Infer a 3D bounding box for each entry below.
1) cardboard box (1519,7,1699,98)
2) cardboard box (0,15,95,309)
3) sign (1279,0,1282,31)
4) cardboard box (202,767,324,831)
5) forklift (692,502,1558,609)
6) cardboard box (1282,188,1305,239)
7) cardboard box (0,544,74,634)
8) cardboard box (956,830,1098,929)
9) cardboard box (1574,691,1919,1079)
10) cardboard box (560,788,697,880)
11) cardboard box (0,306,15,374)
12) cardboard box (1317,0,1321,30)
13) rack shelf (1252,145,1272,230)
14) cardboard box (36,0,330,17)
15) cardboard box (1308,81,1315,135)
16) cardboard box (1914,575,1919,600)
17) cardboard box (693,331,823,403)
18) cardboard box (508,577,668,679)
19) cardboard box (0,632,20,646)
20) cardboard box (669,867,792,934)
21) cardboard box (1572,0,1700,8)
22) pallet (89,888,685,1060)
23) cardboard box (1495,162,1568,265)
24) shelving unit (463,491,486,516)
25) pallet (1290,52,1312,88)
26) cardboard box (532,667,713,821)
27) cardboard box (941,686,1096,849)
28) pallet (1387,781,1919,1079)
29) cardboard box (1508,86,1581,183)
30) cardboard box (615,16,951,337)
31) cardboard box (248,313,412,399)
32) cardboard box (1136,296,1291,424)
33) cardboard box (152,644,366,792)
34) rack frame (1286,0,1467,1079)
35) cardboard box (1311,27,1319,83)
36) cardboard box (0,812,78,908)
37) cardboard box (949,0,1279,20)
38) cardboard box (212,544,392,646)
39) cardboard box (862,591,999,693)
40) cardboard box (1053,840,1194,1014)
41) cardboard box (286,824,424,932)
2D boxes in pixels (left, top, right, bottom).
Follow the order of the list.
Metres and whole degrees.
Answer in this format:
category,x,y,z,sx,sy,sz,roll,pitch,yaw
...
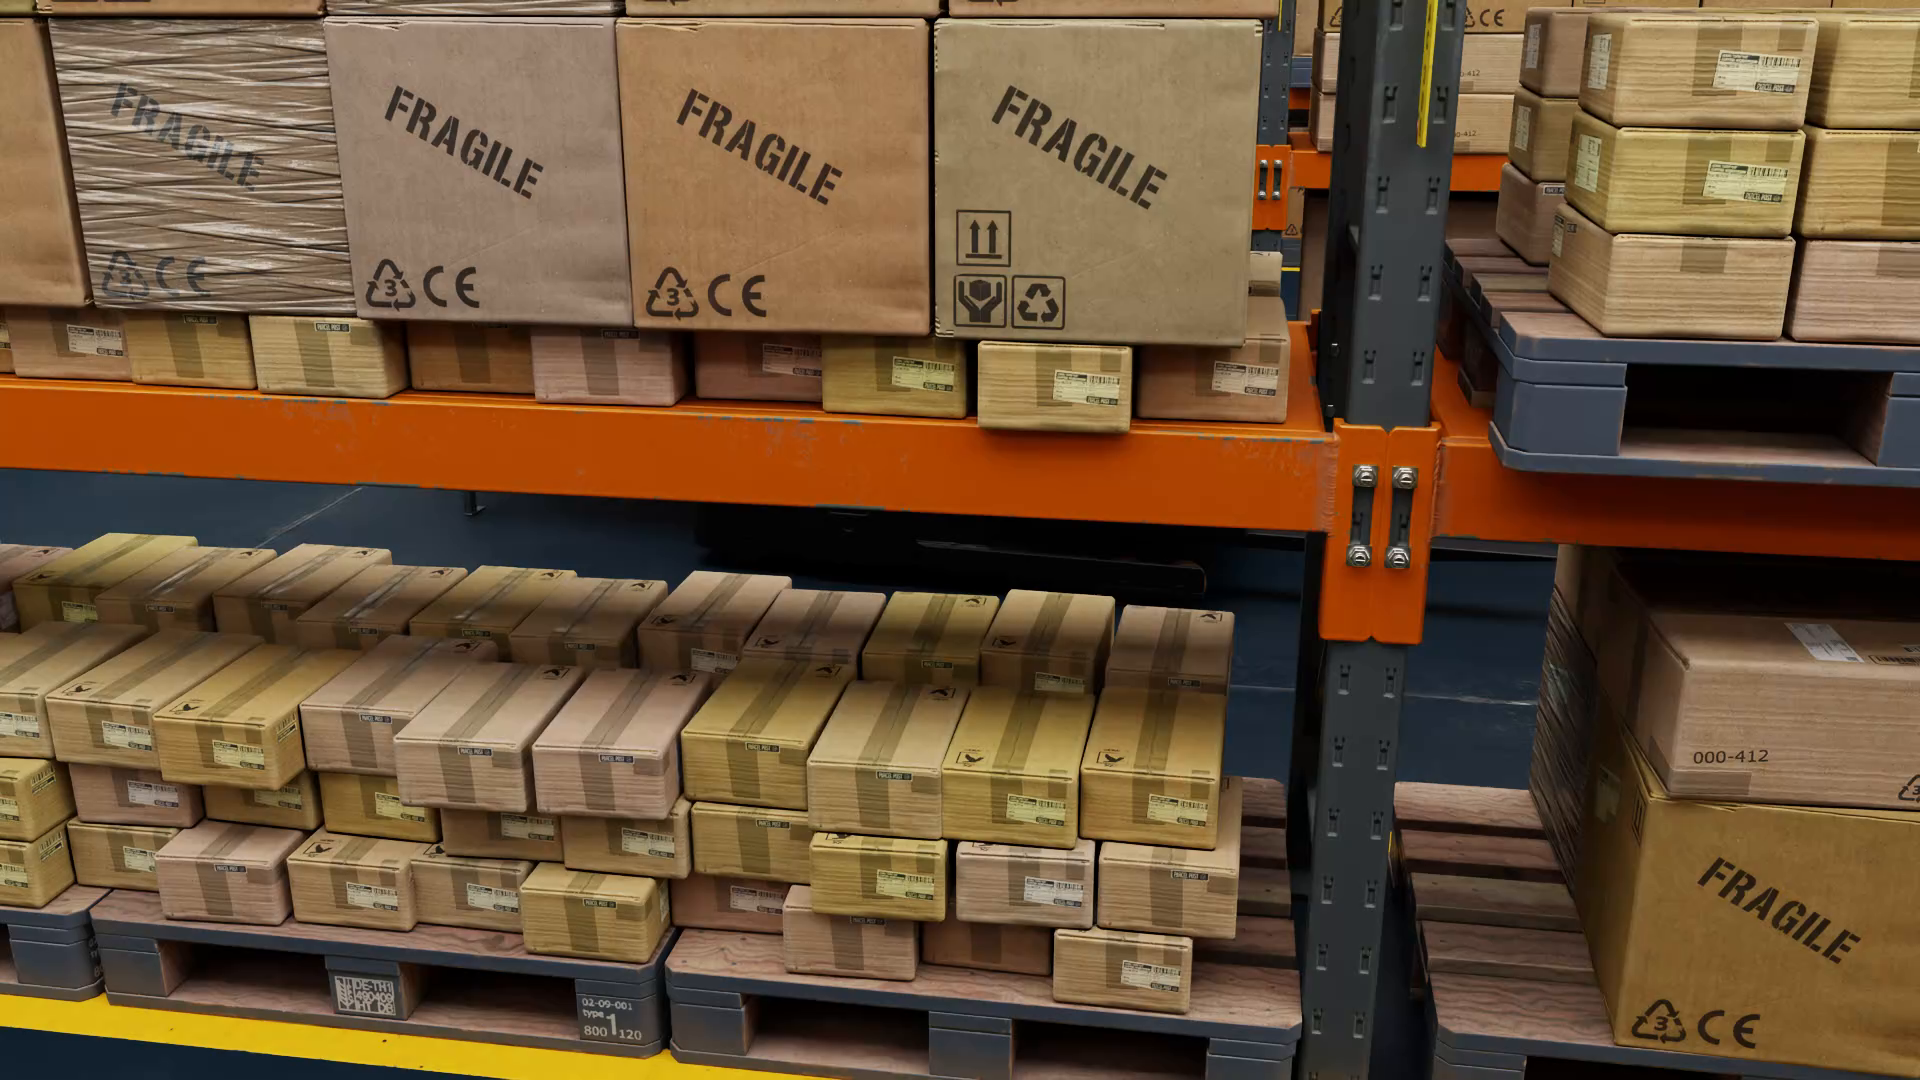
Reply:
category,x,y,z,sx,sy,sz,roll,pitch,yaw
cardboard box,1.195,-0.909,3.088,0.250,0.149,0.380,4,19,11
cardboard box,-1.768,-0.739,3.157,0.500,0.500,0.500,3,19,9
sign,1.367,-2.336,7.067,0.005,0.325,0.100,3,19,9
cardboard box,-1.400,0.459,3.567,0.250,0.149,0.380,4,19,11
forklift,0.603,-1.341,5.691,3.031,2.935,1.130,5,19,14
cardboard box,2.679,-2.536,12.432,0.500,0.500,0.500,4,19,11
cardboard box,-2.379,0.142,4.046,0.250,0.149,0.380,3,19,10
cardboard box,0.138,0.580,3.204,0.250,0.149,0.380,2,19,6
cardboard box,1.456,0.601,3.058,0.500,0.500,0.500,4,19,11
cardboard box,-0.617,0.522,3.378,0.250,0.149,0.380,3,19,10
cardboard box,-1.857,-0.447,3.309,0.250,0.149,0.380,3,19,8
cardboard box,1.935,-2.639,7.731,0.500,0.500,0.500,4,19,10
rack shelf,-0.521,-1.821,8.152,4.000,0.370,1.077,3,19,9
cardboard box,-1.267,-1.183,2.909,0.500,0.500,0.500,2,19,7
cardboard box,1.936,-2.047,7.930,0.500,0.250,0.500,2,19,7
cardboard box,1.982,0.271,2.862,0.500,0.250,0.500,3,19,10
cardboard box,-0.321,-0.373,3.087,0.250,0.149,0.380,2,19,7
cardboard box,-0.841,0.221,3.809,0.250,0.149,0.380,2,19,6
cardboard box,-2.198,0.325,3.497,0.250,0.149,0.380,3,19,9
cardboard box,-0.428,0.650,3.463,0.250,0.149,0.380,2,19,7
cardboard box,2.844,-2.428,7.099,0.500,0.500,0.500,2,19,7
pallet,-1.109,0.733,3.779,1.213,0.211,1.003,3,19,9
cardboard box,1.192,-0.628,3.186,0.250,0.149,0.380,2,19,7
shelving unit,-1.393,-0.843,6.458,1.048,1.500,0.538,5,19,14
pallet,3.009,-3.451,12.193,1.213,0.211,1.003,3,19,9
cardboard box,-0.656,0.396,3.287,0.250,0.149,0.380,2,19,6
cardboard box,0.117,0.428,3.190,0.250,0.149,0.380,3,19,9
pallet,1.537,0.855,3.414,1.213,0.211,1.003,3,19,9
cardboard box,1.192,-0.769,3.138,0.250,0.149,0.380,3,19,10
cardboard box,-0.267,-0.657,2.912,0.500,0.500,0.500,2,19,7
cardboard box,-1.106,-0.384,3.119,0.250,0.149,0.380,3,19,10
cardboard box,0.449,-0.328,2.951,0.250,0.149,0.380,3,19,8
cardboard box,-1.415,0.357,3.404,0.250,0.149,0.380,3,19,9
rack frame,0.768,-0.506,3.087,0.127,3.000,1.000,3,19,9
cardboard box,1.927,-2.282,7.843,0.500,0.250,0.500,3,19,9
cardboard box,-1.962,0.618,3.561,0.250,0.149,0.380,3,19,9
cardboard box,0.261,-1.107,2.683,0.500,0.500,0.500,2,19,7
cardboard box,-1.584,0.144,4.040,0.250,0.149,0.380,4,19,11
cardboard box,-0.059,0.253,3.713,0.250,0.149,0.380,3,19,8
cardboard box,0.327,0.734,3.213,0.250,0.149,0.380,3,19,9
cardboard box,-1.185,0.646,3.476,0.250,0.149,0.380,3,19,9
